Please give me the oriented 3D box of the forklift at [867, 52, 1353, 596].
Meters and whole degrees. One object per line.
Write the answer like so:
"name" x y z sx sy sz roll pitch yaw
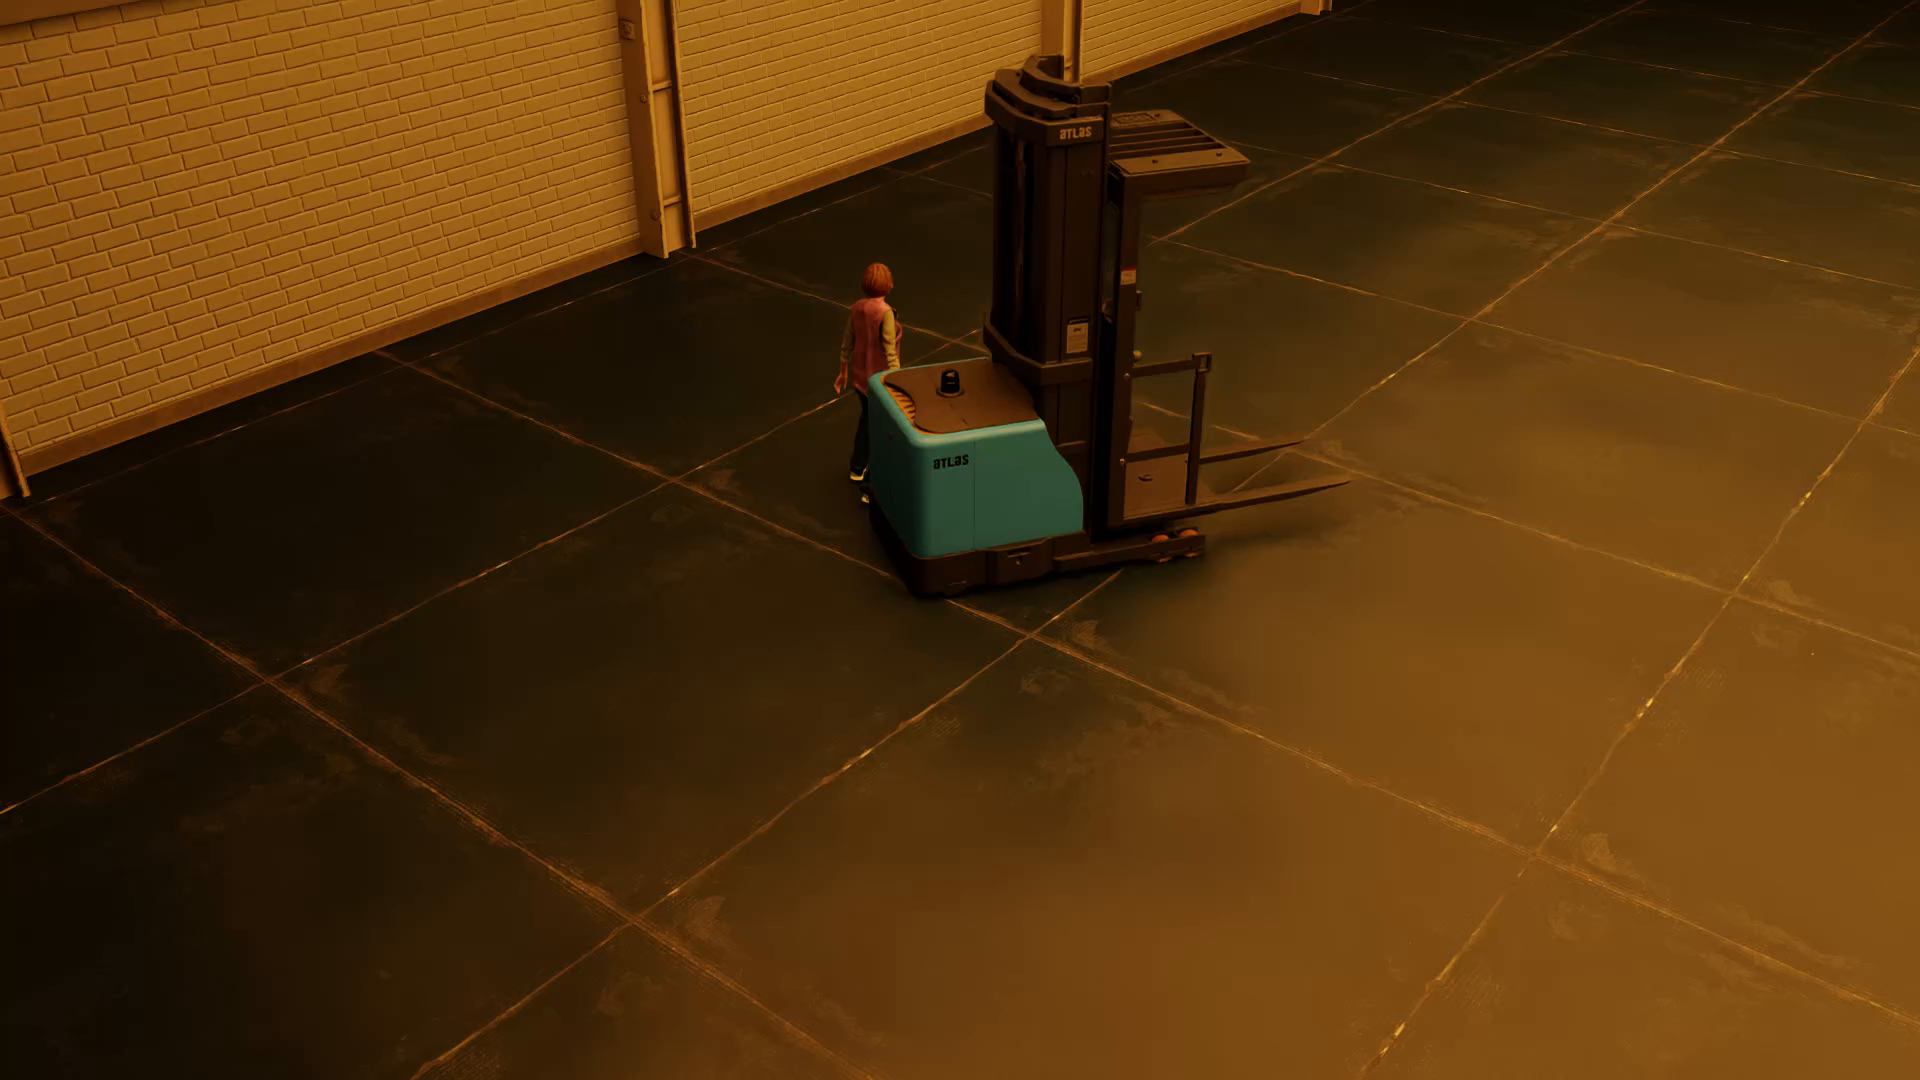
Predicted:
"forklift" 0.997 -1.371 9.941 3.031 2.935 1.130 -10 32 -16

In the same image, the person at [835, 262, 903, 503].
"person" -0.556 -0.997 10.693 0.405 1.569 0.730 -21 36 -32
